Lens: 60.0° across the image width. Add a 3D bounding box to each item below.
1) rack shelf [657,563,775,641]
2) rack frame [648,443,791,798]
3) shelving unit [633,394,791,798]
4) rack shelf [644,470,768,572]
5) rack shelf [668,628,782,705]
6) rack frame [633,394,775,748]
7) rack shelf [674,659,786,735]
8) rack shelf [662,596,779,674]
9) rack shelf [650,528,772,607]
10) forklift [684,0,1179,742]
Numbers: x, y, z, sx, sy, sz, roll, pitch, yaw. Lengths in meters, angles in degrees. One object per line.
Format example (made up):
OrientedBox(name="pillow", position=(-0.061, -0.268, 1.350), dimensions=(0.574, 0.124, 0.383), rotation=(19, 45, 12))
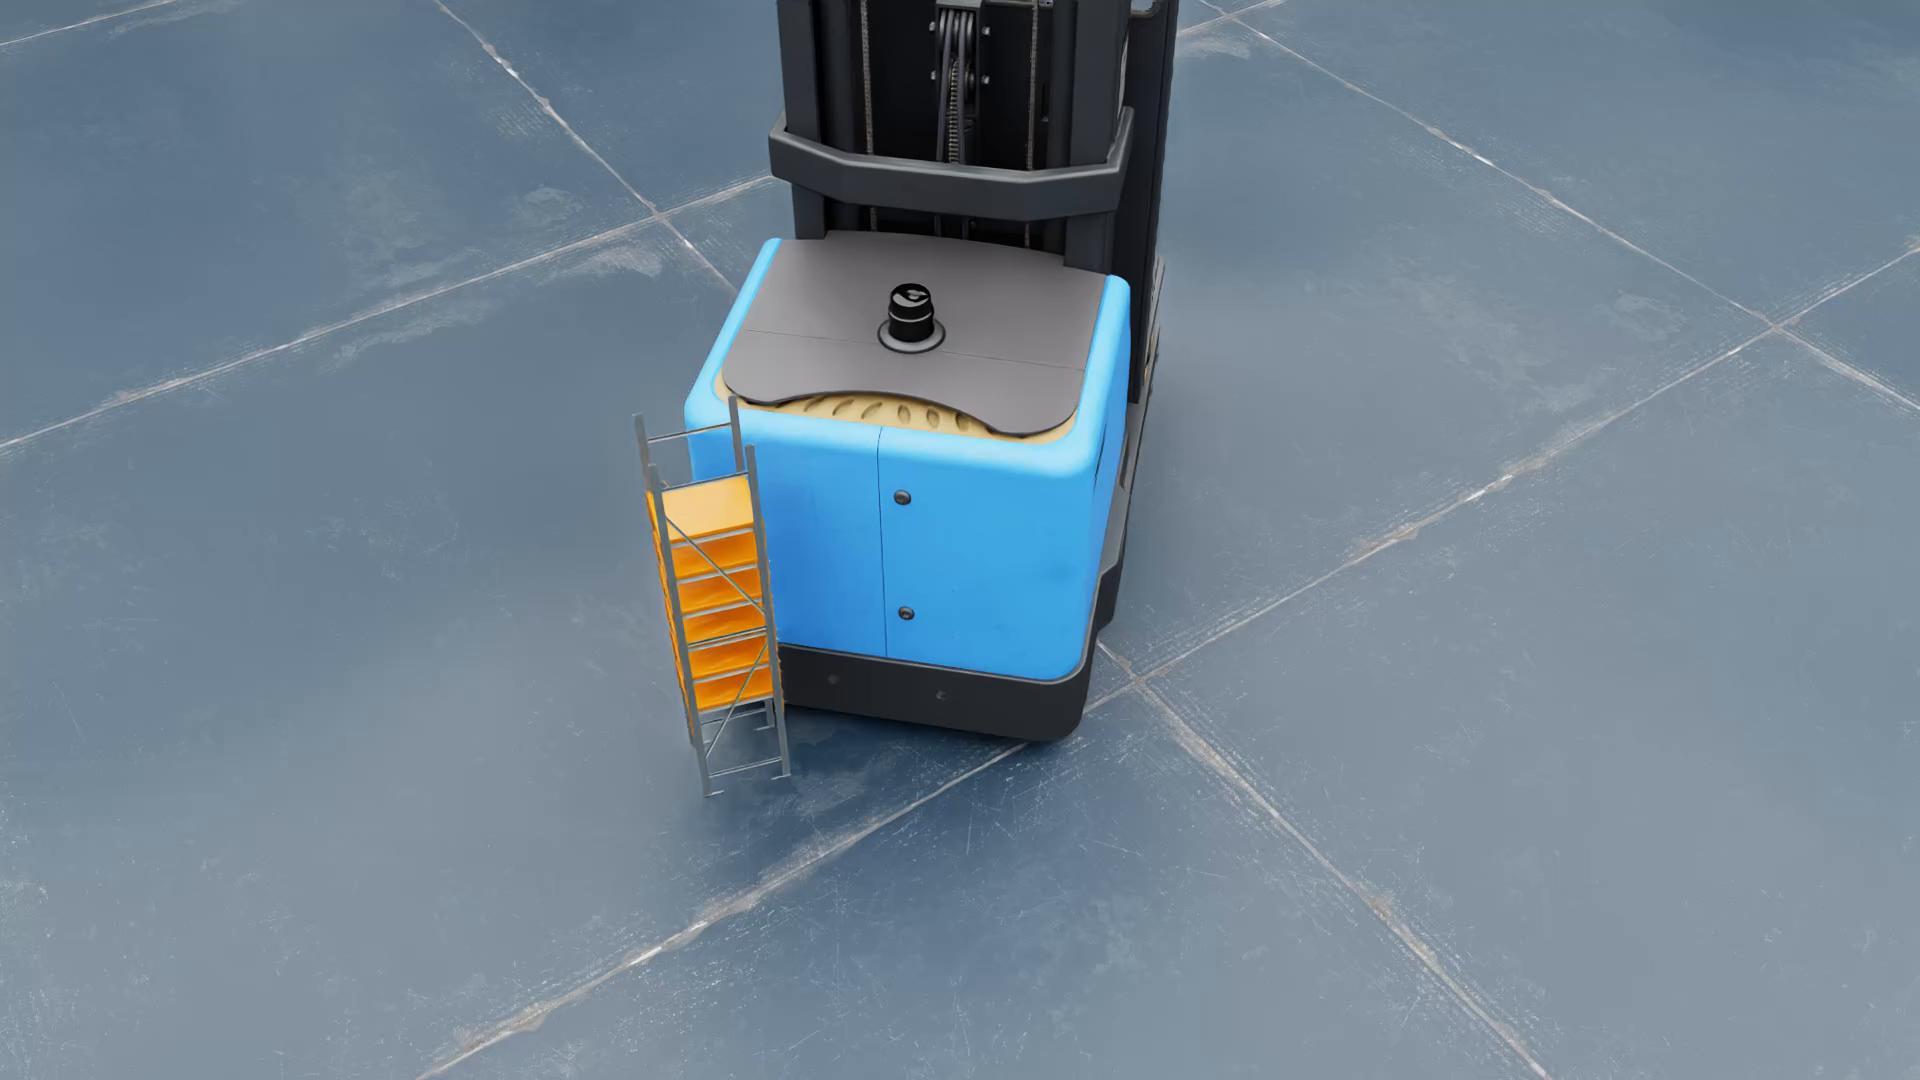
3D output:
OrientedBox(name="rack shelf", position=(-0.607, 0.126, 4.138), dimensions=(0.258, 0.103, 0.180), rotation=(-13, 45, -13))
OrientedBox(name="rack frame", position=(-0.579, 0.241, 4.128), dimensions=(0.240, 1.200, 0.006), rotation=(-13, 45, -13))
OrientedBox(name="shelving unit", position=(-0.607, 0.181, 4.191), dimensions=(0.258, 1.200, 0.189), rotation=(-13, 45, -13))
OrientedBox(name="rack shelf", position=(-0.607, -0.046, 3.972), dimensions=(0.258, 0.103, 0.180), rotation=(-13, 45, -13))
OrientedBox(name="rack shelf", position=(-0.607, 0.299, 4.305), dimensions=(0.258, 0.103, 0.180), rotation=(-13, 45, -13))
OrientedBox(name="rack frame", position=(-0.635, 0.120, 4.254), dimensions=(0.240, 1.200, 0.006), rotation=(-13, 45, -13))
OrientedBox(name="rack shelf", position=(-0.607, 0.386, 4.388), dimensions=(0.258, 0.103, 0.180), rotation=(-13, 45, -13))
OrientedBox(name="rack shelf", position=(-0.607, 0.213, 4.222), dimensions=(0.258, 0.103, 0.180), rotation=(-13, 45, -13))
OrientedBox(name="rack shelf", position=(-0.607, 0.040, 4.055), dimensions=(0.258, 0.103, 0.180), rotation=(-13, 45, -13))
OrientedBox(name="forklift", position=(0.090, -1.537, 4.737), dimensions=(1.130, 2.935, 3.031), rotation=(8, 44, 8))
